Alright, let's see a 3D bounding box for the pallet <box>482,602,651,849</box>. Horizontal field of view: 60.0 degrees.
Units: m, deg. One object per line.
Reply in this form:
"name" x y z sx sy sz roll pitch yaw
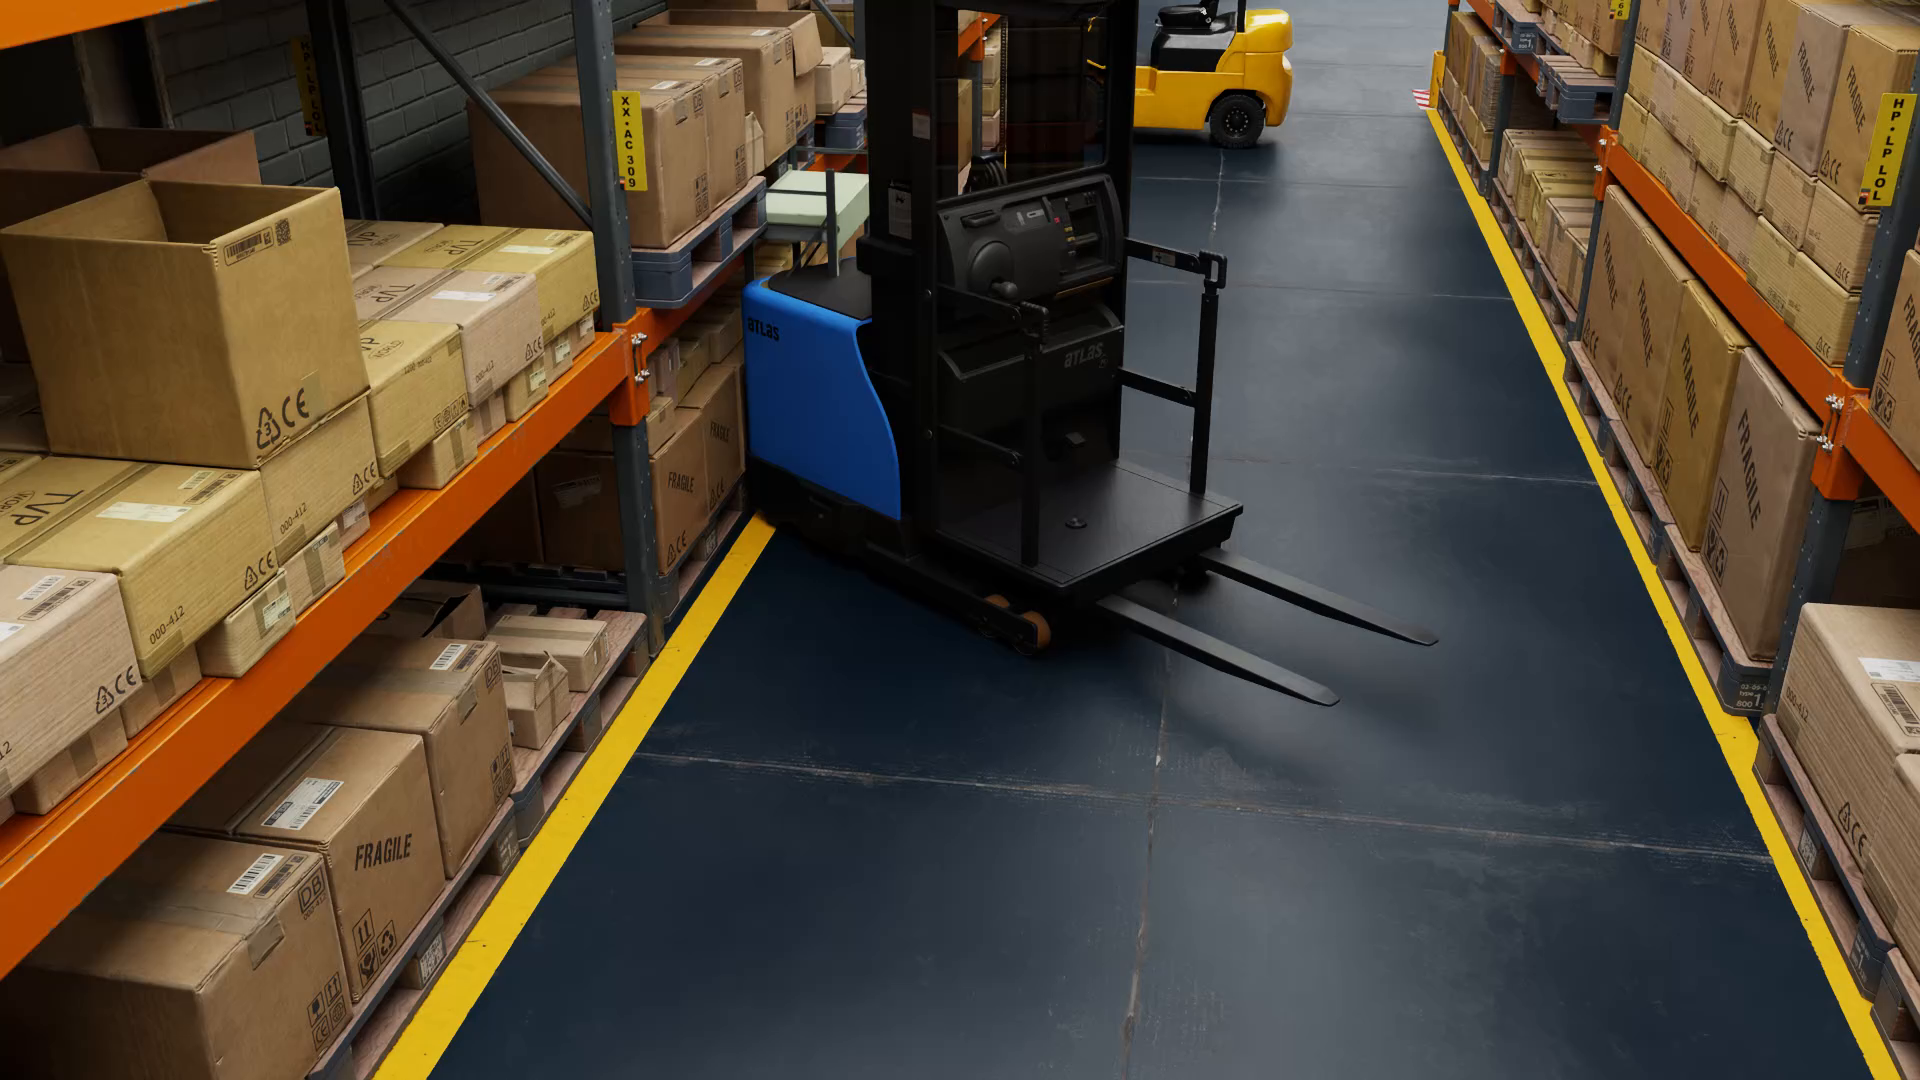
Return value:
"pallet" -1.748 0.586 5.750 1.003 0.211 1.213 4 25 9

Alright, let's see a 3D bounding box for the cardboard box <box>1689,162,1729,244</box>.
"cardboard box" 3.353 -1.398 6.876 0.500 0.250 0.500 4 25 9

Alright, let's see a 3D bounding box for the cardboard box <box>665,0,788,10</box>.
"cardboard box" -1.219 -2.669 8.800 0.500 0.500 0.500 5 26 11

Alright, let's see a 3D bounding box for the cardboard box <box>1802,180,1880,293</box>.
"cardboard box" 3.095 -0.982 5.397 0.500 0.250 0.500 4 25 8

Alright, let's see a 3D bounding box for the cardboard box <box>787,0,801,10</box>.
"cardboard box" -1.127 -3.127 9.508 0.380 0.149 0.250 5 26 10

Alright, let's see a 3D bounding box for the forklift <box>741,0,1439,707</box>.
"forklift" 0.433 -1.135 6.217 1.130 2.935 3.031 -22 33 -39

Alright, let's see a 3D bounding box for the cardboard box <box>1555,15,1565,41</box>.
"cardboard box" 3.913 -3.179 10.303 0.380 0.149 0.250 3 25 7

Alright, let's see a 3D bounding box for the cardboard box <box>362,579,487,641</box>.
"cardboard box" -1.976 0.323 5.698 0.500 0.311 0.500 5 26 10

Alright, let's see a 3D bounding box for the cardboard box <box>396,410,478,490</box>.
"cardboard box" -1.561 -0.263 4.569 0.380 0.149 0.250 4 25 8

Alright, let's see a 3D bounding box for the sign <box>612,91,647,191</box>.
"sign" -1.098 -1.322 5.515 0.100 0.325 0.005 4 25 9

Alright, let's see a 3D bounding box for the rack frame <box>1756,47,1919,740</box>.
"rack frame" 3.263 -0.622 5.041 1.000 3.000 0.127 4 25 9

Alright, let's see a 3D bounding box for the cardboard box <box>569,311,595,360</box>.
"cardboard box" -1.438 -0.700 5.503 0.380 0.149 0.250 4 25 9

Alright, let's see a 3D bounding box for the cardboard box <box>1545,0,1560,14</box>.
"cardboard box" 3.962 -3.531 10.291 0.500 0.500 0.500 3 25 6

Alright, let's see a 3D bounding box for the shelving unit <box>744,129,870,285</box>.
"shelving unit" -0.653 -1.030 7.514 0.431 1.500 0.755 5 27 9

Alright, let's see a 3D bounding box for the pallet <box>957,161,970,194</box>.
"pallet" -0.409 -2.737 12.848 1.003 0.211 1.213 4 25 9

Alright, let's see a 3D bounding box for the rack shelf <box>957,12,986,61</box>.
"rack shelf" -0.654 -3.148 11.286 1.077 0.370 4.000 4 25 9

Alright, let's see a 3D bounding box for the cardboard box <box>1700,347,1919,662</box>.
"cardboard box" 3.285 -0.115 5.968 0.875 0.875 0.875 5 26 10

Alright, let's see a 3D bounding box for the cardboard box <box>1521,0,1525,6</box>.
"cardboard box" 4.168 -3.835 11.706 0.380 0.149 0.250 4 25 9

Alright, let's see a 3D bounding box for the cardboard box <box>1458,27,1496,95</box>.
"cardboard box" 4.645 -4.169 14.482 0.500 0.500 0.500 5 25 10

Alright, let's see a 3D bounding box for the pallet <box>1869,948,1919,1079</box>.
"pallet" 2.864 1.465 3.871 1.003 0.211 1.213 4 25 9

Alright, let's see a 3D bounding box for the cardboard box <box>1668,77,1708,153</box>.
"cardboard box" 3.411 -1.835 7.220 0.500 0.250 0.500 4 25 8

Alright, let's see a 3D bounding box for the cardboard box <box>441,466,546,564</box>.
"cardboard box" -1.846 -0.249 6.696 0.500 0.500 0.500 4 25 8

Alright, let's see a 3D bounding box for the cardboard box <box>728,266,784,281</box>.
"cardboard box" -1.056 -1.213 7.990 0.380 0.149 0.250 3 25 6

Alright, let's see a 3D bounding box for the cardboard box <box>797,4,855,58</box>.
"cardboard box" -0.643 -2.963 9.629 0.500 0.250 0.500 4 25 8

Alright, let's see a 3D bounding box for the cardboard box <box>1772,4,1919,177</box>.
"cardboard box" 3.166 -1.542 5.708 0.500 0.500 0.500 5 25 10

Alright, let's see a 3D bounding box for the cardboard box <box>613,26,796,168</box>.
"cardboard box" -1.122 -1.932 7.225 0.700 0.500 0.500 4 25 8

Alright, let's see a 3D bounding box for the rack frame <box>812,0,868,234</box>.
"rack frame" -0.981 -2.638 9.347 1.000 3.000 0.127 4 25 9

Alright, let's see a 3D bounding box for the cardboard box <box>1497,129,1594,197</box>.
"cardboard box" 4.487 -2.749 12.188 0.950 0.372 0.625 4 25 9

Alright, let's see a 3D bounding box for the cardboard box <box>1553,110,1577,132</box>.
"cardboard box" 4.933 -3.481 13.011 0.500 0.500 0.500 5 26 11

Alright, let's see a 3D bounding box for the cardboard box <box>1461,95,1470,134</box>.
"cardboard box" 4.567 -3.615 14.182 0.500 0.250 0.500 4 25 9

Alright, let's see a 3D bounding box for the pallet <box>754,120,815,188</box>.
"pallet" -1.294 -1.737 7.649 1.003 0.211 1.213 4 25 9

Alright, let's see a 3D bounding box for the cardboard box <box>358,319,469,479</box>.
"cardboard box" -1.639 -0.383 4.357 0.500 0.250 0.500 4 25 8

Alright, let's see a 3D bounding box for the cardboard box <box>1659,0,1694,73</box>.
"cardboard box" 3.523 -2.396 7.533 0.500 0.500 0.500 4 25 9

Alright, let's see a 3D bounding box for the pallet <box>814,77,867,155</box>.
"pallet" -1.022 -2.262 8.771 1.213 0.211 1.003 4 25 9

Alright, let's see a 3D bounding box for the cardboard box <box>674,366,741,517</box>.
"cardboard box" -1.256 -0.433 7.089 0.500 0.500 0.500 4 25 8

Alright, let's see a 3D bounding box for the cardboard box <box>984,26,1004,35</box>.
"cardboard box" 0.225 -4.311 14.490 0.500 0.250 0.500 5 26 10

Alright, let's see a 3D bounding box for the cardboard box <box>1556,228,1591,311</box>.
"cardboard box" 4.019 -1.531 9.587 0.950 0.372 0.625 2 25 5

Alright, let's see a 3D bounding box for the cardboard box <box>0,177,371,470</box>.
"cardboard box" -1.704 -0.497 3.714 0.500 0.500 0.500 5 25 10

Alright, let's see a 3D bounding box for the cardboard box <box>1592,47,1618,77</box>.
"cardboard box" 3.711 -2.642 9.157 0.380 0.149 0.250 4 25 9

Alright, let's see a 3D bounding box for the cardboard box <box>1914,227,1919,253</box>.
"cardboard box" 2.946 -0.938 4.418 0.500 0.500 0.500 4 25 9

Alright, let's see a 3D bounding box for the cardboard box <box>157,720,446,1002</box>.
"cardboard box" -1.732 0.832 4.387 0.500 0.500 0.500 4 25 9

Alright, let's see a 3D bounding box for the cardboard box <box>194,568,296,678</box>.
"cardboard box" -1.704 0.168 3.648 0.380 0.149 0.250 3 25 7

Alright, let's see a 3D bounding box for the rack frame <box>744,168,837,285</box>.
"rack frame" -0.719 -0.869 7.192 0.400 1.500 0.023 5 27 9

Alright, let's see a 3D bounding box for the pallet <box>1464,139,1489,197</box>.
"pallet" 4.645 -2.989 13.386 1.003 0.211 1.213 4 25 9

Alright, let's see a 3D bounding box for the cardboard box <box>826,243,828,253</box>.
"cardboard box" -0.826 -1.649 8.923 0.380 0.149 0.250 3 25 6

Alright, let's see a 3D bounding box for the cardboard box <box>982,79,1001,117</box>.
"cardboard box" 0.056 -3.663 13.695 0.500 0.250 0.500 4 25 8

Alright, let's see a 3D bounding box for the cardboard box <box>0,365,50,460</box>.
"cardboard box" -2.218 -0.210 3.987 0.500 0.250 0.500 4 25 8

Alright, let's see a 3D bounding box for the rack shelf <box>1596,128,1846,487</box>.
"rack shelf" 3.590 -1.133 6.981 1.077 0.370 4.000 4 25 9

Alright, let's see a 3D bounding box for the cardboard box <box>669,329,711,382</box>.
"cardboard box" -1.282 -0.793 7.094 0.380 0.149 0.250 4 25 8
